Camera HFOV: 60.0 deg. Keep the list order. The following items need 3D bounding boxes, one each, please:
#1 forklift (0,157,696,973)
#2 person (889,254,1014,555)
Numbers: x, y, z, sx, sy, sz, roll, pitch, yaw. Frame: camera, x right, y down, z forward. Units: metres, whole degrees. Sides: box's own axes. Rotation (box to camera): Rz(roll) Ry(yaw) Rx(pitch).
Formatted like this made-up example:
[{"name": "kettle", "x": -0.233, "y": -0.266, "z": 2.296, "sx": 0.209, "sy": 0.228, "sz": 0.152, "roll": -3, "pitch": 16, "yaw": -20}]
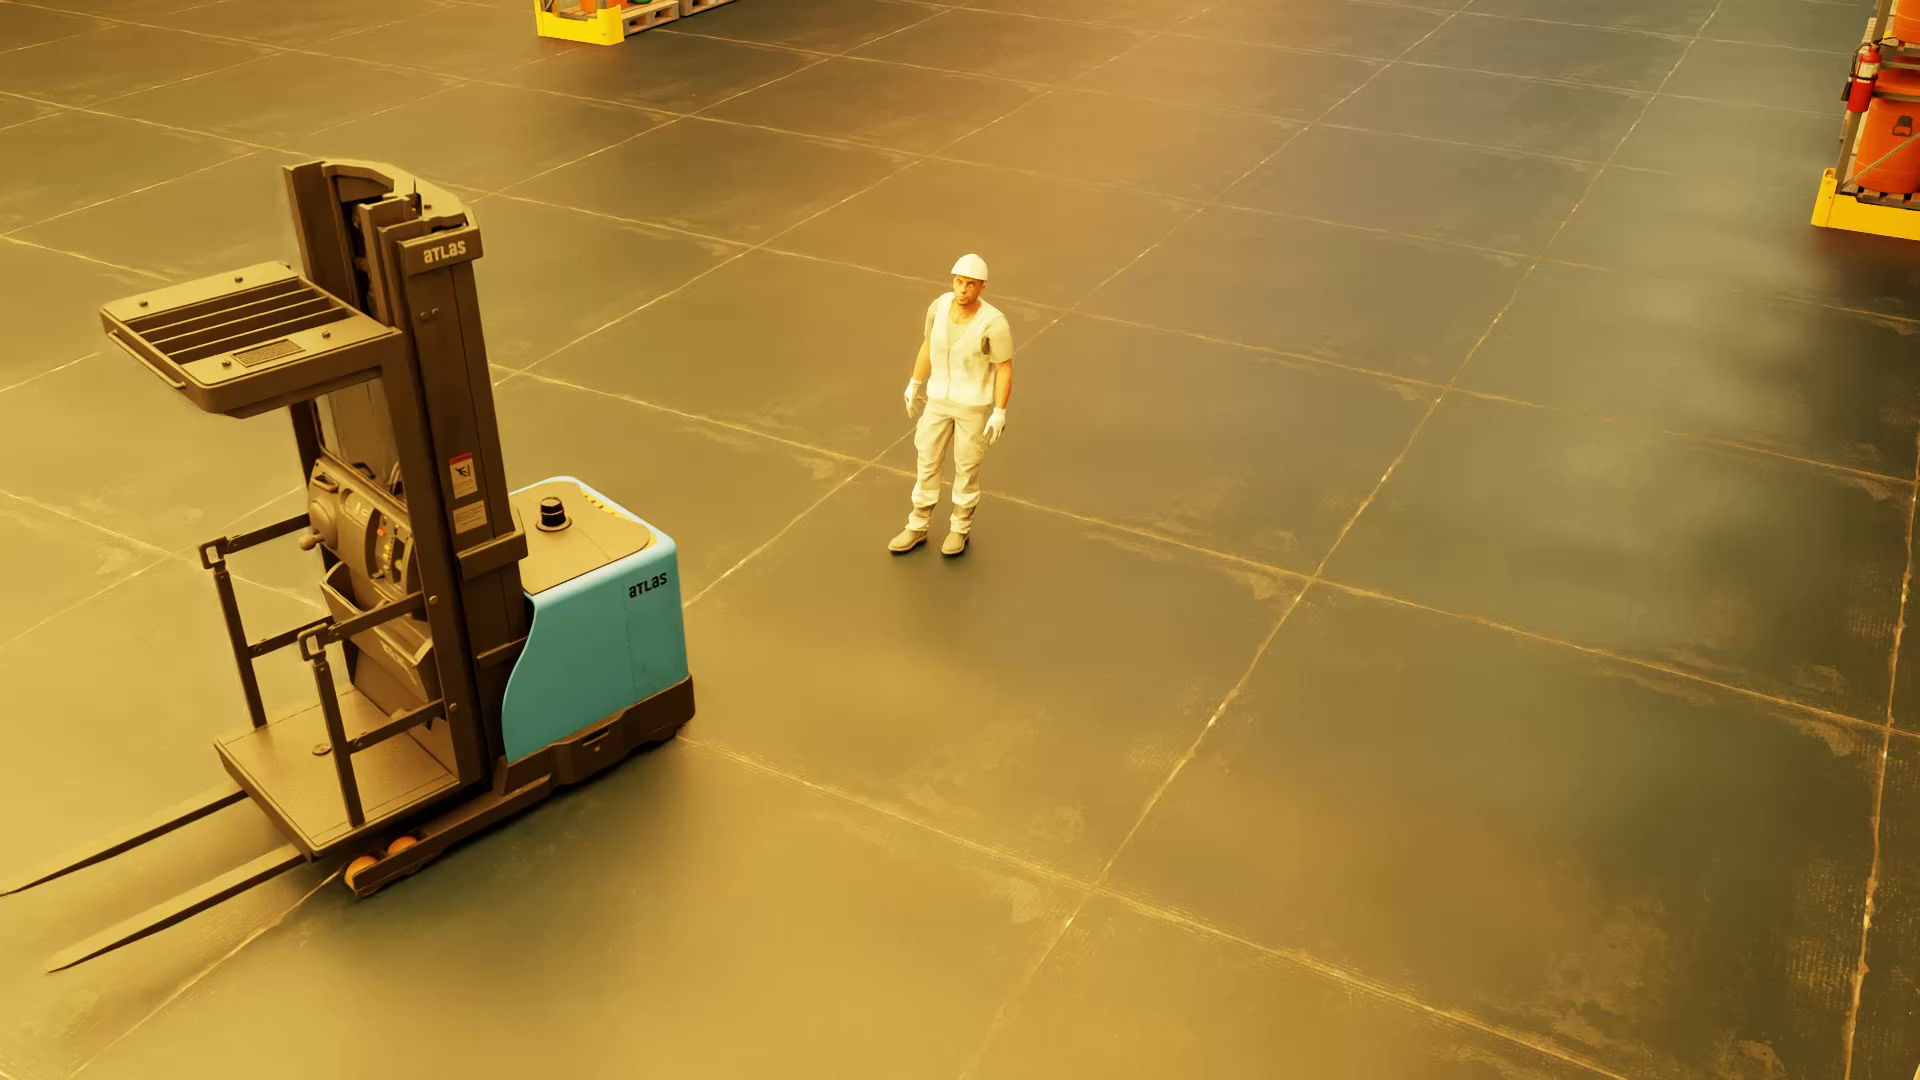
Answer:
[{"name": "forklift", "x": -2.745, "y": -0.005, "z": 7.080, "sx": 3.031, "sy": 2.935, "sz": 1.130, "roll": -25, "pitch": 39, "yaw": -37}, {"name": "person", "x": -0.050, "y": -0.749, "z": 9.497, "sx": 0.637, "sy": 1.787, "sz": 0.564, "roll": 15, "pitch": 33, "yaw": 25}]
